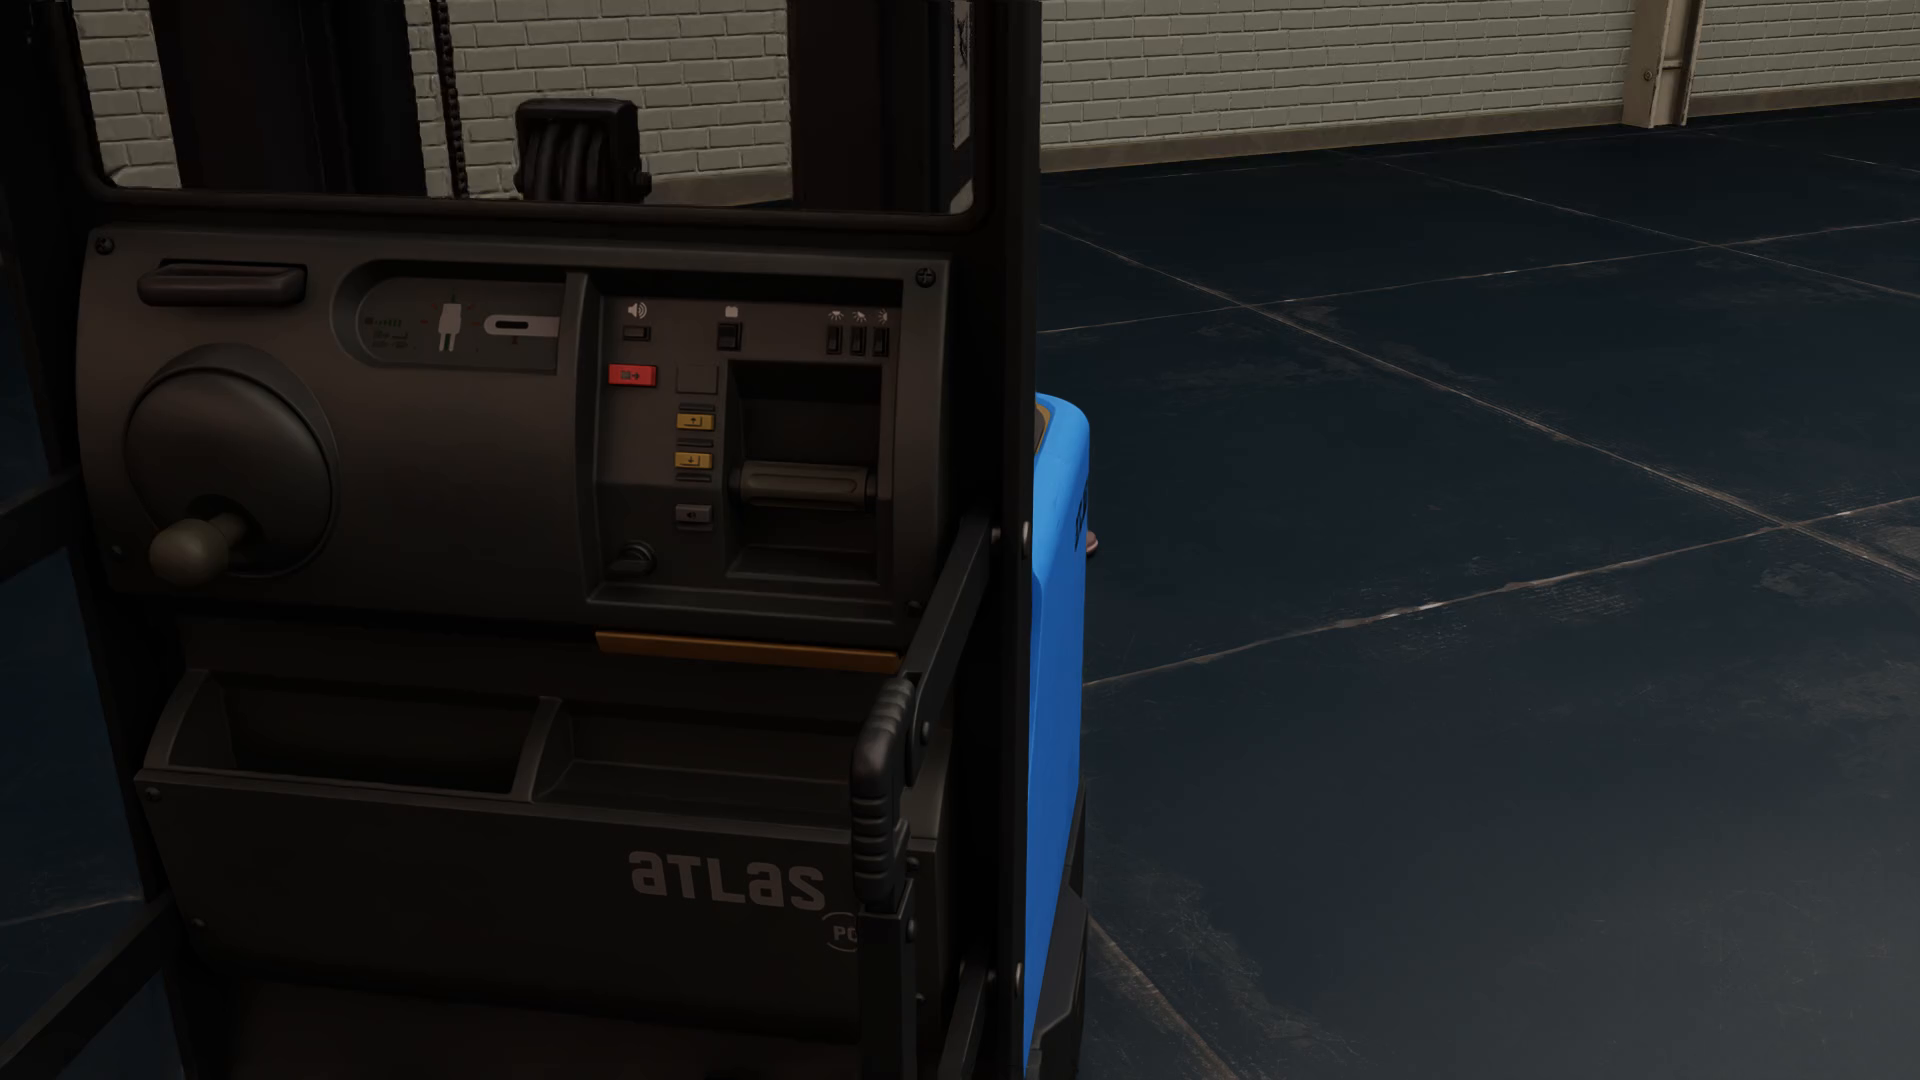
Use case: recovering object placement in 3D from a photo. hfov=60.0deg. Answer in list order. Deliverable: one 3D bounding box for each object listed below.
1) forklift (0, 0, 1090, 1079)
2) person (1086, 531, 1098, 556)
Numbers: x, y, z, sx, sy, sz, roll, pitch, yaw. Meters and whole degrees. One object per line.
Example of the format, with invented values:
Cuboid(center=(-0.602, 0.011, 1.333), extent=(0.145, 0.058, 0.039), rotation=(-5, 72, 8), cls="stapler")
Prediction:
Cuboid(center=(-0.505, -0.096, 1.518), extent=(1.130, 2.935, 3.031), rotation=(4, 23, 9), cls="forklift")
Cuboid(center=(0.088, -0.778, 4.805), extent=(0.504, 1.654, 0.570), rotation=(-10, 25, -23), cls="person")
